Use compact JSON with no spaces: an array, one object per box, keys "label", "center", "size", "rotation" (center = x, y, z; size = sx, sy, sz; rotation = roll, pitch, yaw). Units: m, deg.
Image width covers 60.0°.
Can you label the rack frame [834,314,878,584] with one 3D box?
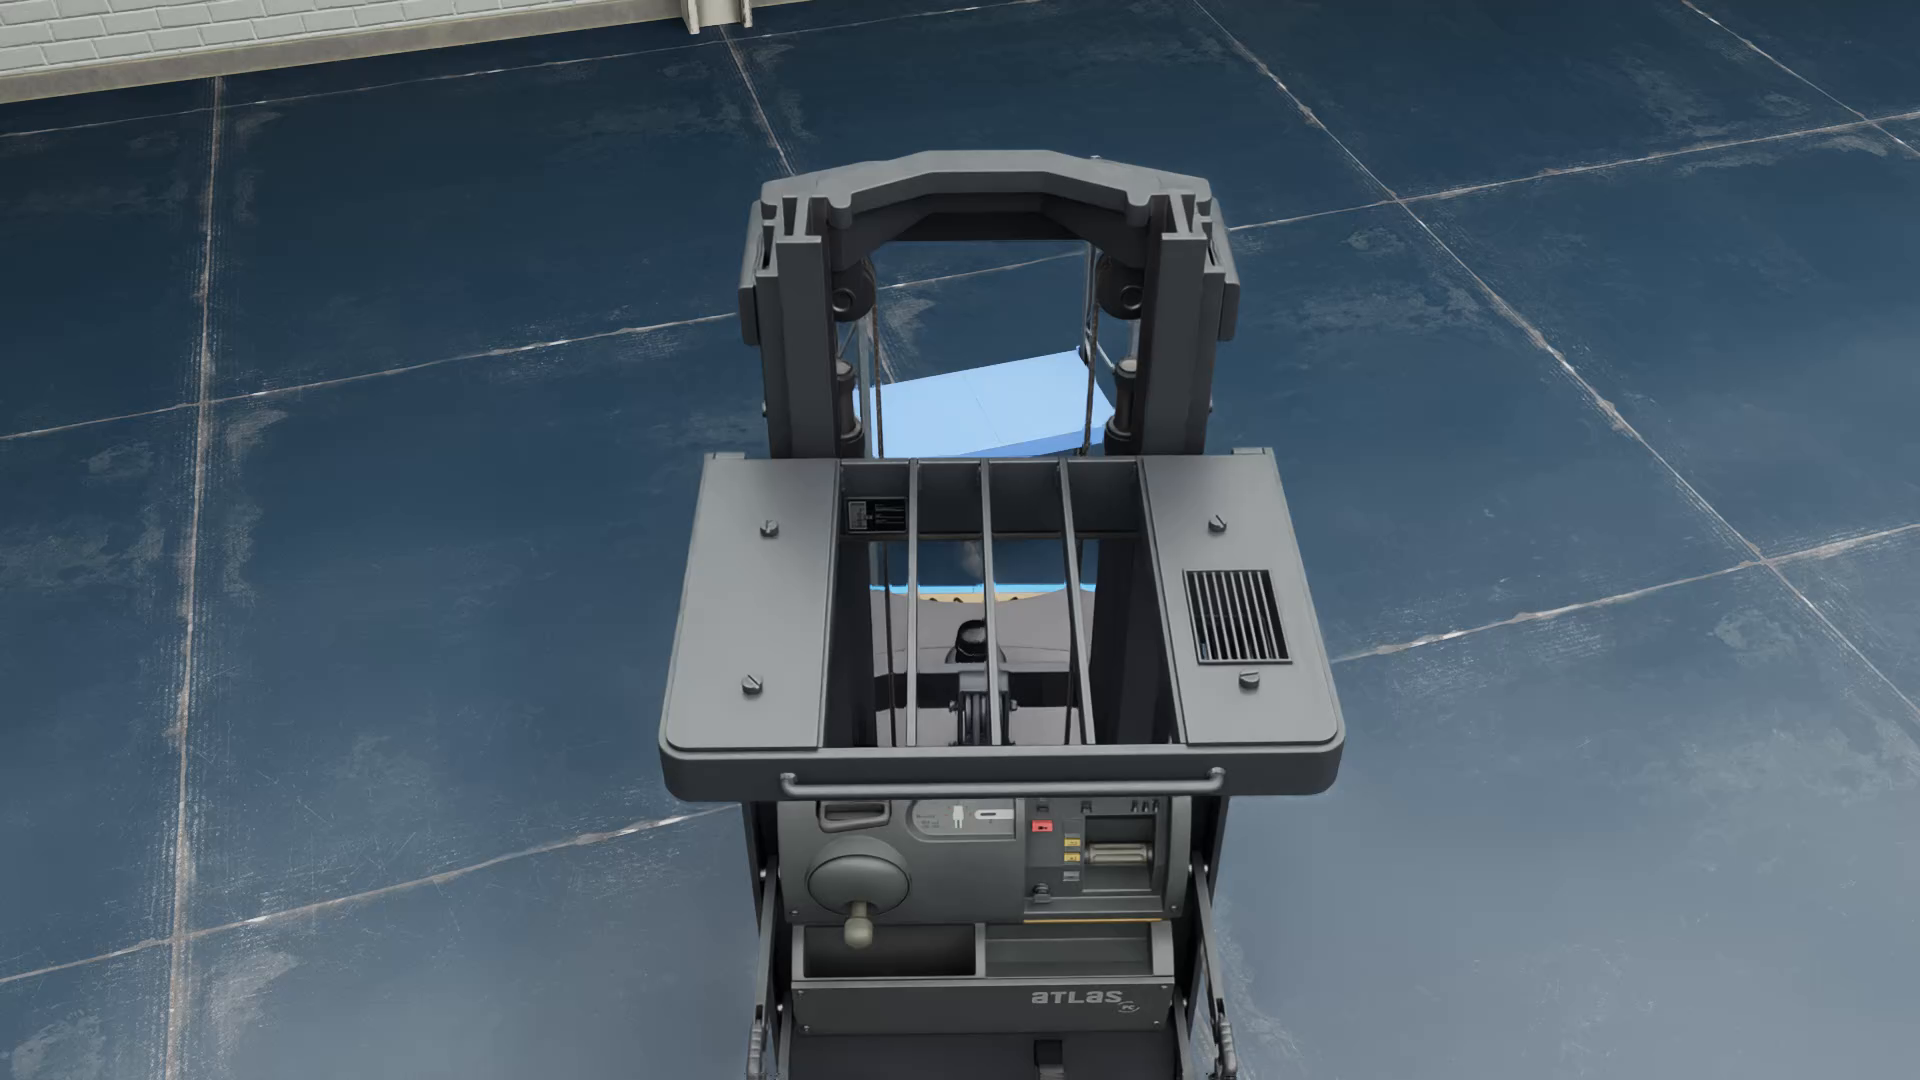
[{"label":"rack frame","center":[-0.404,-0.481,6.161],"size":[0.032,1.500,0.500],"rotation":[-12,42,-13]}]

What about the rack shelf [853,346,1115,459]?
[{"label":"rack shelf","center":[0.081,-0.446,6.394],"size":[1.000,0.185,0.538],"rotation":[-12,42,-13]}]

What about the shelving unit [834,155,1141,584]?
[{"label":"shelving unit","center":[0.081,-0.582,6.276],"size":[1.048,1.500,0.538],"rotation":[-12,42,-13]}]

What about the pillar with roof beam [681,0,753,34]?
[{"label":"pillar with roof beam","center":[-0.242,-3.972,4.457],"size":[0.400,9.000,9.100],"rotation":[-12,42,-13]}]

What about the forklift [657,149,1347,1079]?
[{"label":"forklift","center":[0.061,0.802,3.604],"size":[1.130,2.935,3.031],"rotation":[-1,41,-1]}]

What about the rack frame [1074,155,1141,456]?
[{"label":"rack frame","center":[0.566,-0.682,6.391],"size":[0.032,1.500,0.500],"rotation":[-12,42,-13]}]
